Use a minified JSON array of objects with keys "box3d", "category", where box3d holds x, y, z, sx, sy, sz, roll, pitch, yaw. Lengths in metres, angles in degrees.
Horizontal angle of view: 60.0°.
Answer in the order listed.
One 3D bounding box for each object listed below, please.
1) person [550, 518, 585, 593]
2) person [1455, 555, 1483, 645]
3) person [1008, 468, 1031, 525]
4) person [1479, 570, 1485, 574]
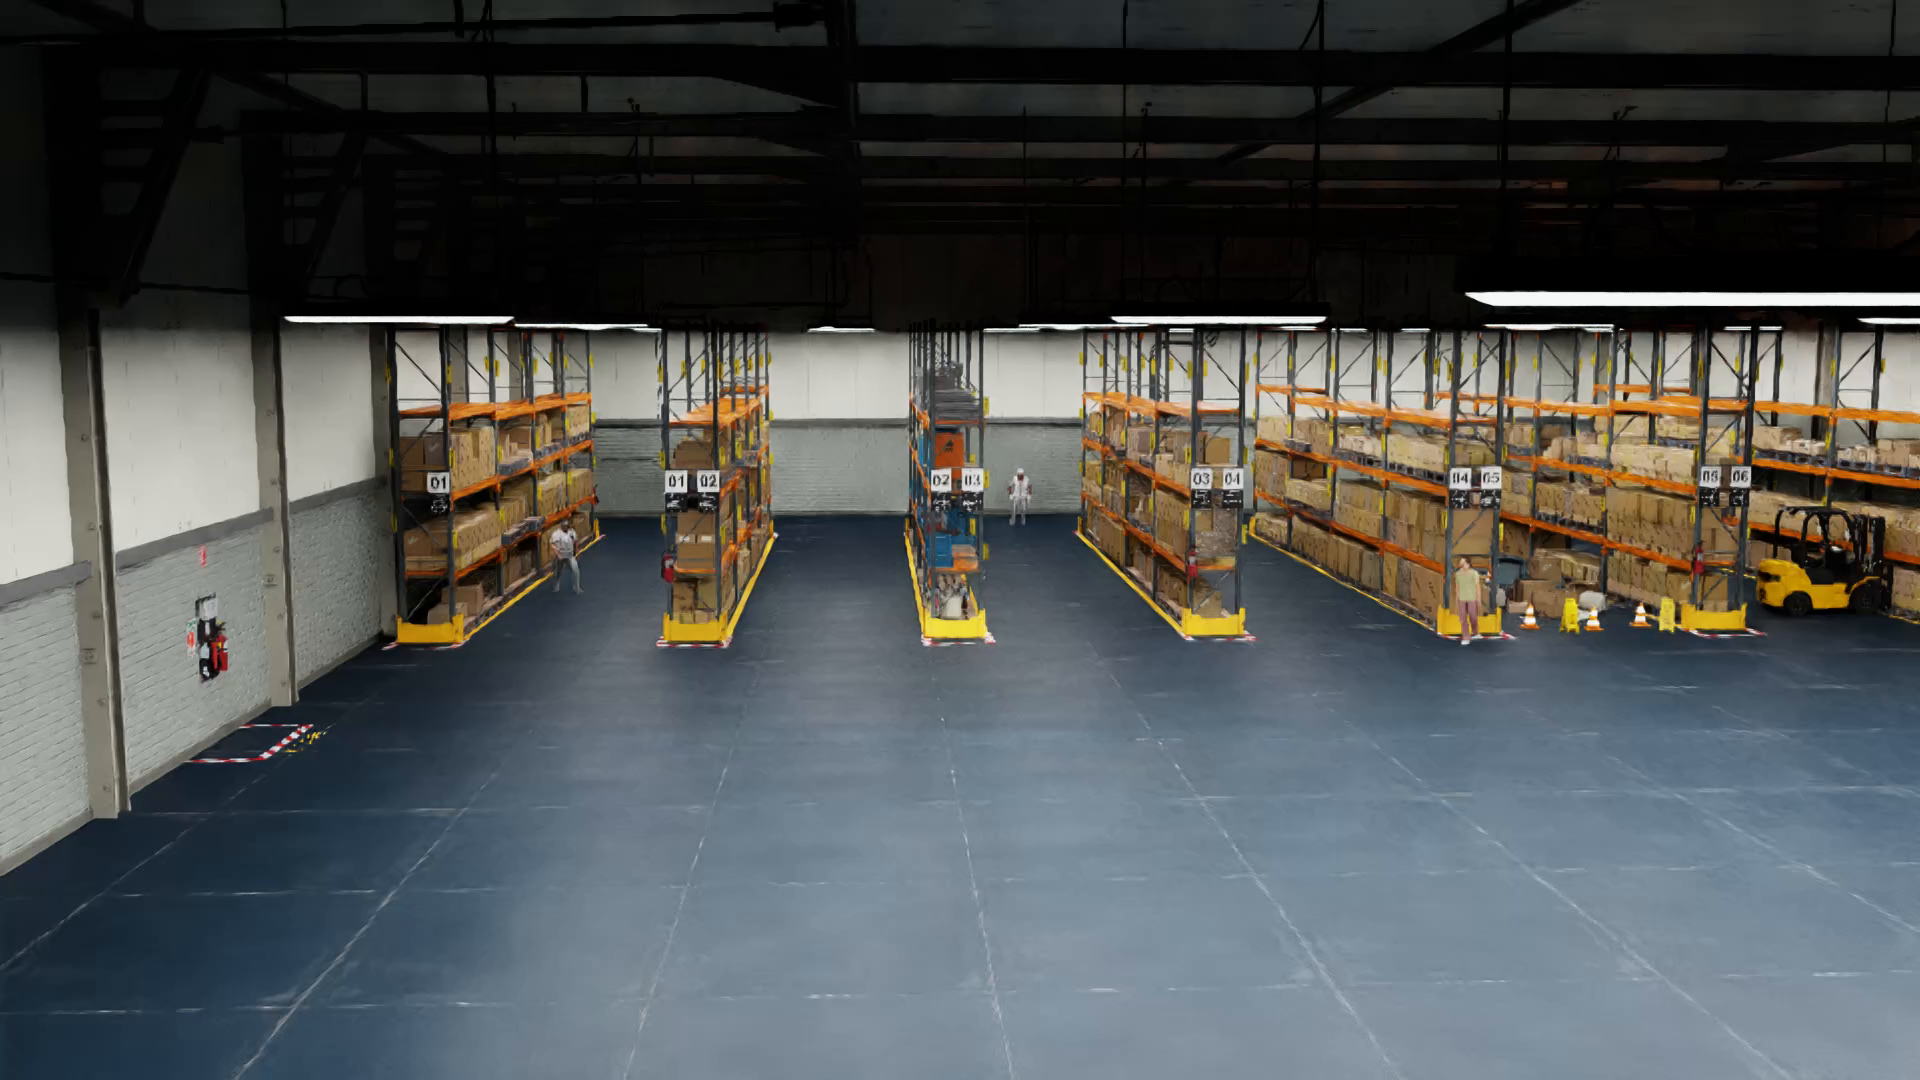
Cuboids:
[{"box3d":[-8.733,0.329,36.832,0.700,1.690,0.863,-3,8,-20],"category":"person"},{"box3d":[9.440,1.100,30.828,0.520,1.664,0.502,5,8,34],"category":"person"},{"box3d":[1.793,-1.297,49.952,0.702,1.734,0.549,-1,7,-5],"category":"person"},{"box3d":[12.182,0.070,39.295,0.527,1.592,0.521,3,8,25],"category":"person"}]
